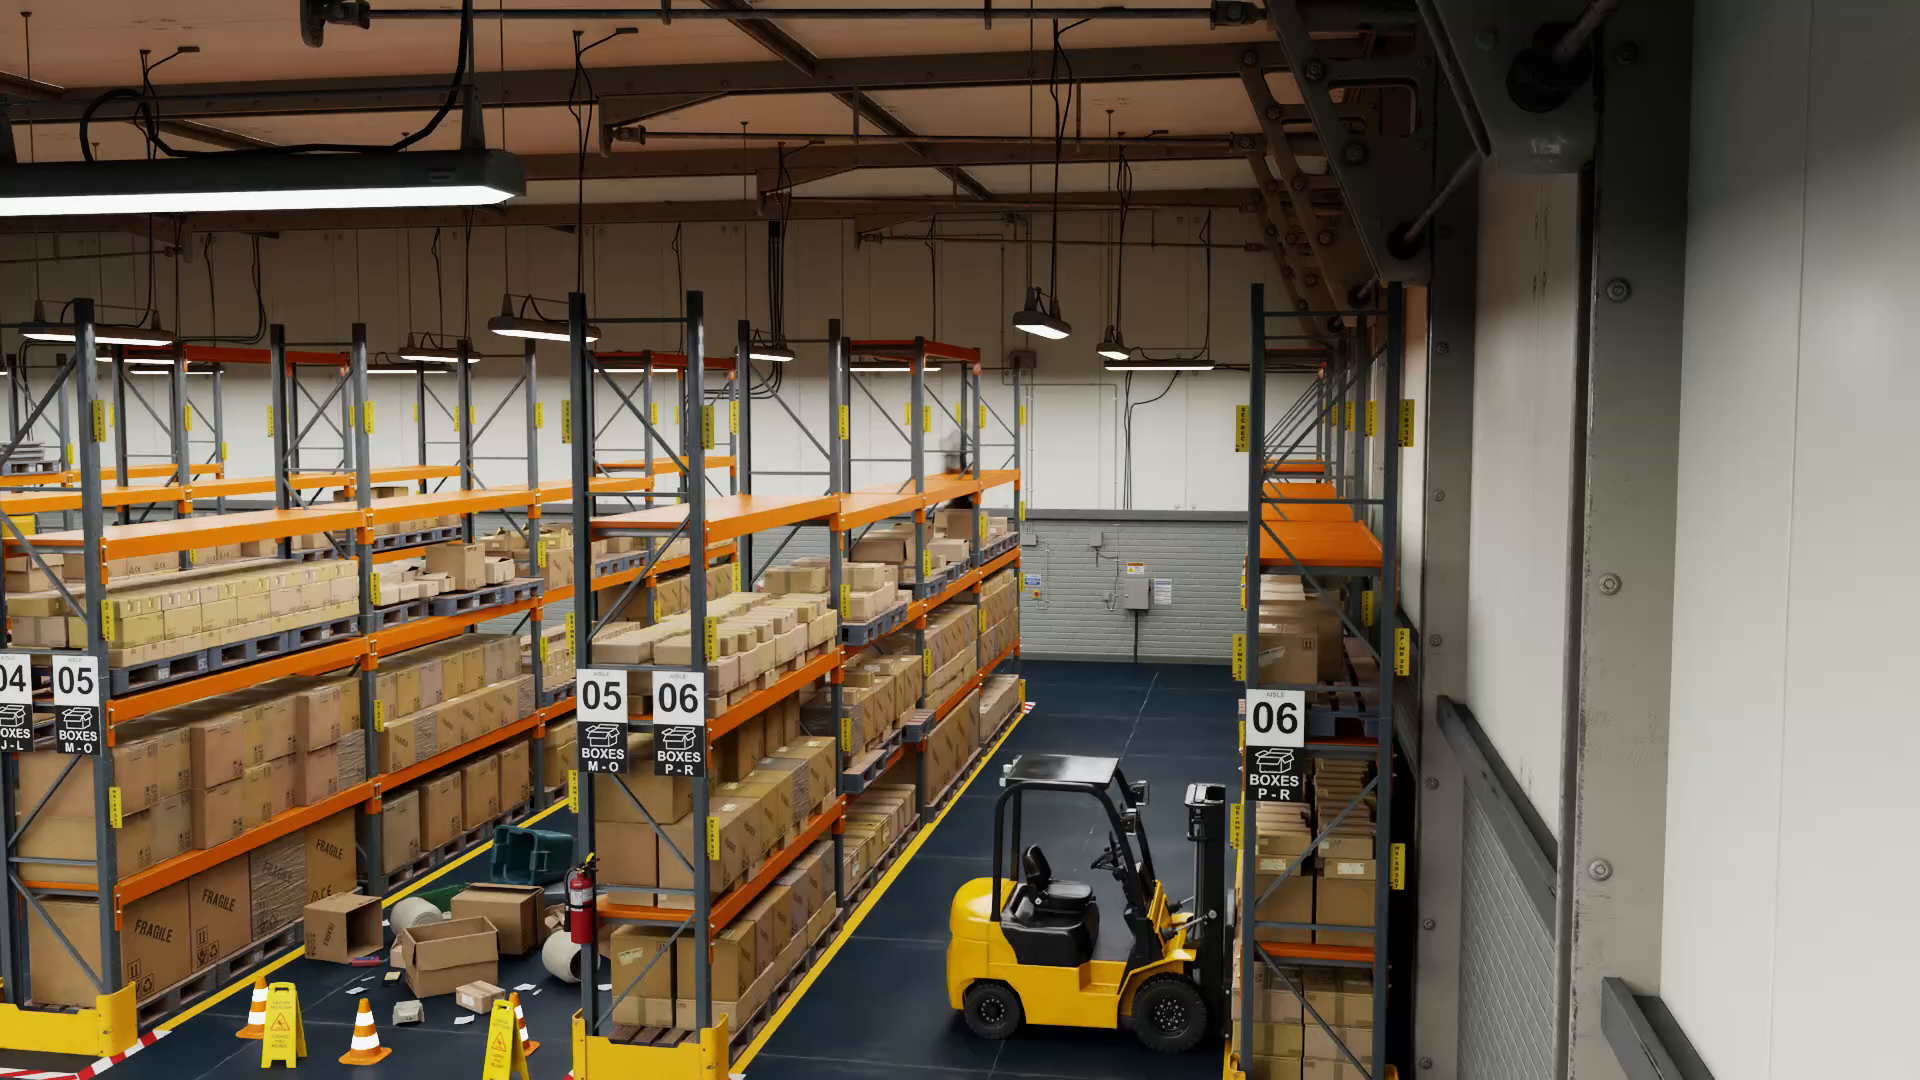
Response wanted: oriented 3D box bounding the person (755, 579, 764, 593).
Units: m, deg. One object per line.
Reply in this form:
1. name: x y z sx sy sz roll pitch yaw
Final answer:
1. person: -3.590 1.586 30.013 0.710 1.761 0.663 0 5 1
